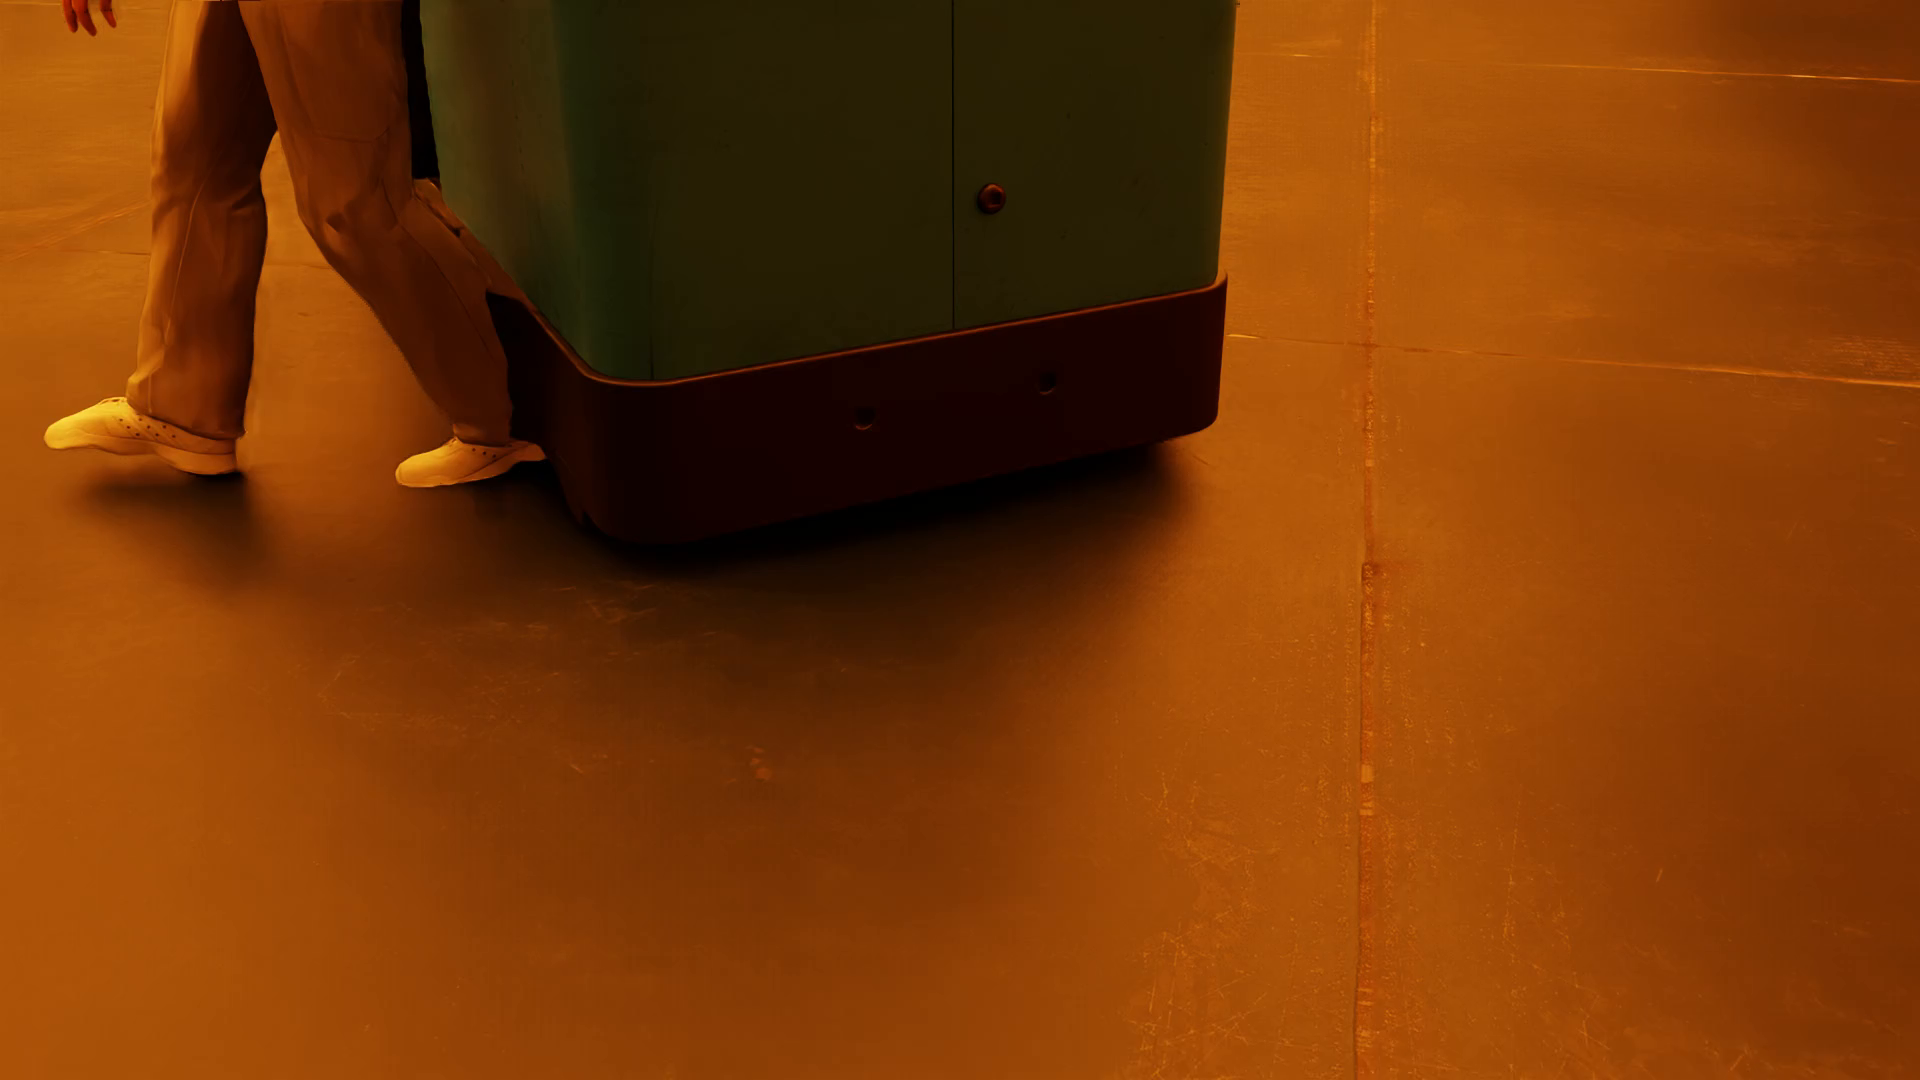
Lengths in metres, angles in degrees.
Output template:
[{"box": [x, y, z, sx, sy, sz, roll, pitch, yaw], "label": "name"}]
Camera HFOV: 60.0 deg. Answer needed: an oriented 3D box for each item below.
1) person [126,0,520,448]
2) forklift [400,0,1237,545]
[{"box": [-0.966, -0.749, 2.397, 0.647, 1.340, 0.517, -14, 30, -25], "label": "person"}, {"box": [-0.694, -1.935, 3.081, 1.130, 2.935, 3.031, -13, 30, -24], "label": "forklift"}]
